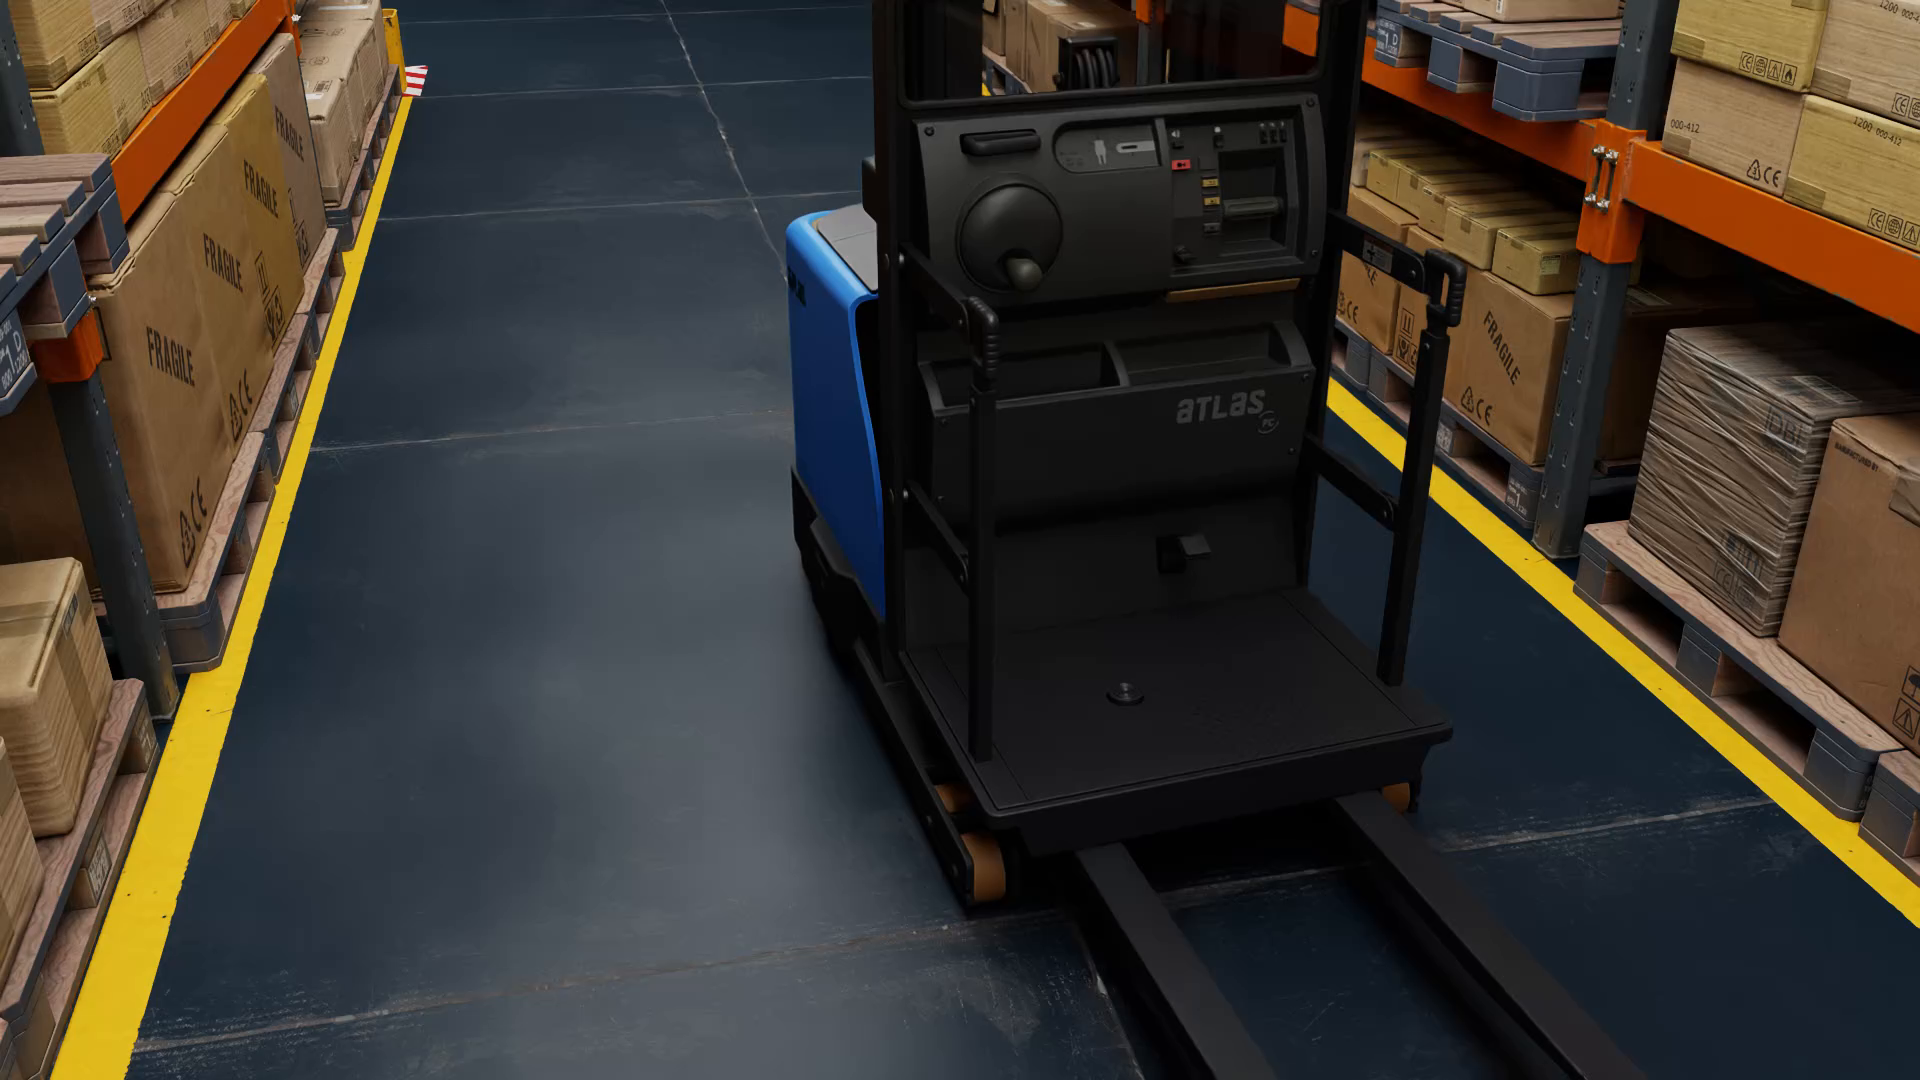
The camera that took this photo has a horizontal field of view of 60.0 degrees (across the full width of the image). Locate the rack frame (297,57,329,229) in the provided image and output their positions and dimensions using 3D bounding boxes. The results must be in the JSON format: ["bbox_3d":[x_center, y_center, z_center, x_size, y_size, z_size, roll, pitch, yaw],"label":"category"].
[{"bbox_3d":[-3.445,-2.598,7.068,1.000,3.000,0.127,-6,27,-12],"label":"rack frame"}]

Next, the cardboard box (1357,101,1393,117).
[{"bbox_3d":[1.567,-1.713,6.904,0.380,0.149,0.250,-5,27,-10],"label":"cardboard box"}]

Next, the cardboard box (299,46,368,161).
[{"bbox_3d":[-3.684,-2.321,8.897,0.875,0.438,0.875,-7,28,-13],"label":"cardboard box"}]

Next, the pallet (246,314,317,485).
[{"bbox_3d":[-2.919,-0.485,5.977,1.003,0.211,1.213,-6,27,-12],"label":"pallet"}]

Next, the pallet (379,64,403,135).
[{"bbox_3d":[-4.090,-2.766,10.496,1.003,0.211,1.213,-6,27,-12],"label":"pallet"}]

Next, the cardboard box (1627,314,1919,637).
[{"bbox_3d":[2.419,-0.200,4.486,0.875,0.625,0.625,-5,27,-10],"label":"cardboard box"}]

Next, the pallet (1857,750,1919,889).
[{"bbox_3d":[2.711,0.797,3.437,1.003,0.211,1.213,-6,27,-12],"label":"pallet"}]

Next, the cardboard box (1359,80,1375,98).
[{"bbox_3d":[1.965,-2.002,7.476,0.380,0.149,0.250,-7,28,-14],"label":"cardboard box"}]

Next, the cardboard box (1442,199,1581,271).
[{"bbox_3d":[1.842,-1.017,5.523,0.380,0.149,0.250,-7,28,-14],"label":"cardboard box"}]

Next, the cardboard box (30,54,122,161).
[{"bbox_3d":[-2.409,-1.015,4.099,0.500,0.250,0.500,-6,27,-12],"label":"cardboard box"}]

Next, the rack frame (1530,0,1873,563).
[{"bbox_3d":[2.292,-1.348,4.591,1.000,3.000,0.127,-6,27,-12],"label":"rack frame"}]

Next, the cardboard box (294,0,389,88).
[{"bbox_3d":[-4.100,-3.118,10.476,0.875,0.438,0.875,-7,28,-13],"label":"cardboard box"}]

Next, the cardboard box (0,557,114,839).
[{"bbox_3d":[-2.426,0.393,3.593,0.950,0.372,0.625,-8,28,-15],"label":"cardboard box"}]

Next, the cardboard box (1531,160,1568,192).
[{"bbox_3d":[2.339,-1.319,6.122,0.380,0.149,0.250,-7,28,-14],"label":"cardboard box"}]

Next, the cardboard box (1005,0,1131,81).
[{"bbox_3d":[0.689,-3.274,10.715,0.700,0.500,0.500,-5,27,-9],"label":"cardboard box"}]

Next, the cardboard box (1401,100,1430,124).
[{"bbox_3d":[2.087,-1.769,7.013,0.380,0.149,0.250,-6,27,-11],"label":"cardboard box"}]

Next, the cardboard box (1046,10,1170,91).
[{"bbox_3d":[0.923,-2.818,9.813,0.700,0.500,0.500,-7,28,-14],"label":"cardboard box"}]

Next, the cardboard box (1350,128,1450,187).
[{"bbox_3d":[1.662,-1.485,6.451,0.380,0.149,0.250,-7,28,-14],"label":"cardboard box"}]

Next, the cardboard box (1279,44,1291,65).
[{"bbox_3d":[1.317,-2.304,7.744,0.380,0.149,0.250,-7,28,-14],"label":"cardboard box"}]

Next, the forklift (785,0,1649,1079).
[{"bbox_3d":[0.430,-0.709,3.403,1.130,2.935,3.031,-8,28,-16],"label":"forklift"}]

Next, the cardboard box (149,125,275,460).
[{"bbox_3d":[-2.815,-0.785,5.367,0.875,0.875,0.875,-6,27,-11],"label":"cardboard box"}]

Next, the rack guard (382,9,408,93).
[{"bbox_3d":[-4.352,-3.249,11.131,1.175,0.500,0.348,-6,27,-12],"label":"rack guard"}]

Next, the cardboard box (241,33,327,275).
[{"bbox_3d":[-3.227,-1.573,6.929,0.875,0.875,0.875,-5,27,-10],"label":"cardboard box"}]

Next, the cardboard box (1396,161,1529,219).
[{"bbox_3d":[1.810,-1.257,6.000,0.380,0.149,0.250,-5,27,-10],"label":"cardboard box"}]

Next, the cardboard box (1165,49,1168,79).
[{"bbox_3d":[1.212,-2.280,8.027,0.380,0.149,0.250,-5,27,-9],"label":"cardboard box"}]

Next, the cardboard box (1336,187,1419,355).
[{"bbox_3d":[1.764,-1.033,6.276,0.500,0.500,0.500,-5,27,-9],"label":"cardboard box"}]

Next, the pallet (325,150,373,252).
[{"bbox_3d":[-3.540,-1.695,8.374,1.003,0.211,1.213,-6,27,-12],"label":"pallet"}]

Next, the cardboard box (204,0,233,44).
[{"bbox_3d":[-2.889,-1.913,5.877,0.500,0.250,0.500,-7,28,-13],"label":"cardboard box"}]

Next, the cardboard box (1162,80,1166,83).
[{"bbox_3d":[1.280,-1.940,8.073,0.500,0.500,0.500,-5,27,-9],"label":"cardboard box"}]

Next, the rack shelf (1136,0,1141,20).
[{"bbox_3d":[0.939,-3.661,9.972,1.077,0.370,4.000,-6,27,-12],"label":"rack shelf"}]

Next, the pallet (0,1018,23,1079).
[{"bbox_3d":[-2.097,1.281,2.479,1.003,0.211,1.213,-6,27,-12],"label":"pallet"}]

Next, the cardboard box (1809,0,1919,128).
[{"bbox_3d":[2.265,-1.064,3.641,0.500,0.250,0.500,-5,27,-10],"label":"cardboard box"}]

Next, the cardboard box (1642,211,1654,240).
[{"bbox_3d":[2.444,-1.089,5.666,0.380,0.149,0.250,-5,27,-10],"label":"cardboard box"}]

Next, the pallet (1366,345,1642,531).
[{"bbox_3d":[2.160,-0.434,5.876,1.003,0.211,1.213,-6,27,-12],"label":"pallet"}]

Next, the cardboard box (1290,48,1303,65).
[{"bbox_3d":[1.754,-2.333,8.131,0.380,0.149,0.250,-7,28,-14],"label":"cardboard box"}]

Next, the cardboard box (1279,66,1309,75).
[{"bbox_3d":[1.419,-2.055,7.581,0.380,0.149,0.250,-7,28,-14],"label":"cardboard box"}]

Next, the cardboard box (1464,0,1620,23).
[{"bbox_3d":[1.770,-1.672,5.047,0.380,0.149,0.250,-5,27,-11],"label":"cardboard box"}]

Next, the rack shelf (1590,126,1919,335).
[{"bbox_3d":[2.742,-0.149,3.014,1.077,0.370,4.000,-6,27,-12],"label":"rack shelf"}]

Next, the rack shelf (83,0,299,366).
[{"bbox_3d":[-2.994,-1.399,5.491,1.077,0.370,4.000,-6,27,-12],"label":"rack shelf"}]

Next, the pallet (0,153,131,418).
[{"bbox_3d":[-2.279,-0.454,3.034,1.213,0.211,1.003,-6,27,-12],"label":"pallet"}]

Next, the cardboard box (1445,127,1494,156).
[{"bbox_3d":[2.134,-1.532,6.544,0.380,0.149,0.250,-6,27,-11],"label":"cardboard box"}]

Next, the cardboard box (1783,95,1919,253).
[{"bbox_3d":[2.262,-0.840,3.751,0.500,0.250,0.500,-7,28,-13],"label":"cardboard box"}]

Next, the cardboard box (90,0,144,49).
[{"bbox_3d":[-2.533,-1.473,4.451,0.500,0.250,0.500,-5,27,-10],"label":"cardboard box"}]

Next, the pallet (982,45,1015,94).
[{"bbox_3d":[0.686,-3.231,11.418,1.003,0.211,1.213,-6,27,-12],"label":"pallet"}]

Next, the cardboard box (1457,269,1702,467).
[{"bbox_3d":[1.987,-0.583,5.384,0.500,0.500,0.500,-5,27,-10],"label":"cardboard box"}]

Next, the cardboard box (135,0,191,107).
[{"bbox_3d":[-2.654,-1.470,5.000,0.500,0.250,0.500,-5,27,-10],"label":"cardboard box"}]

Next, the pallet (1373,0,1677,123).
[{"bbox_3d":[2.070,-1.552,5.210,1.213,0.211,1.003,-6,27,-12],"label":"pallet"}]
